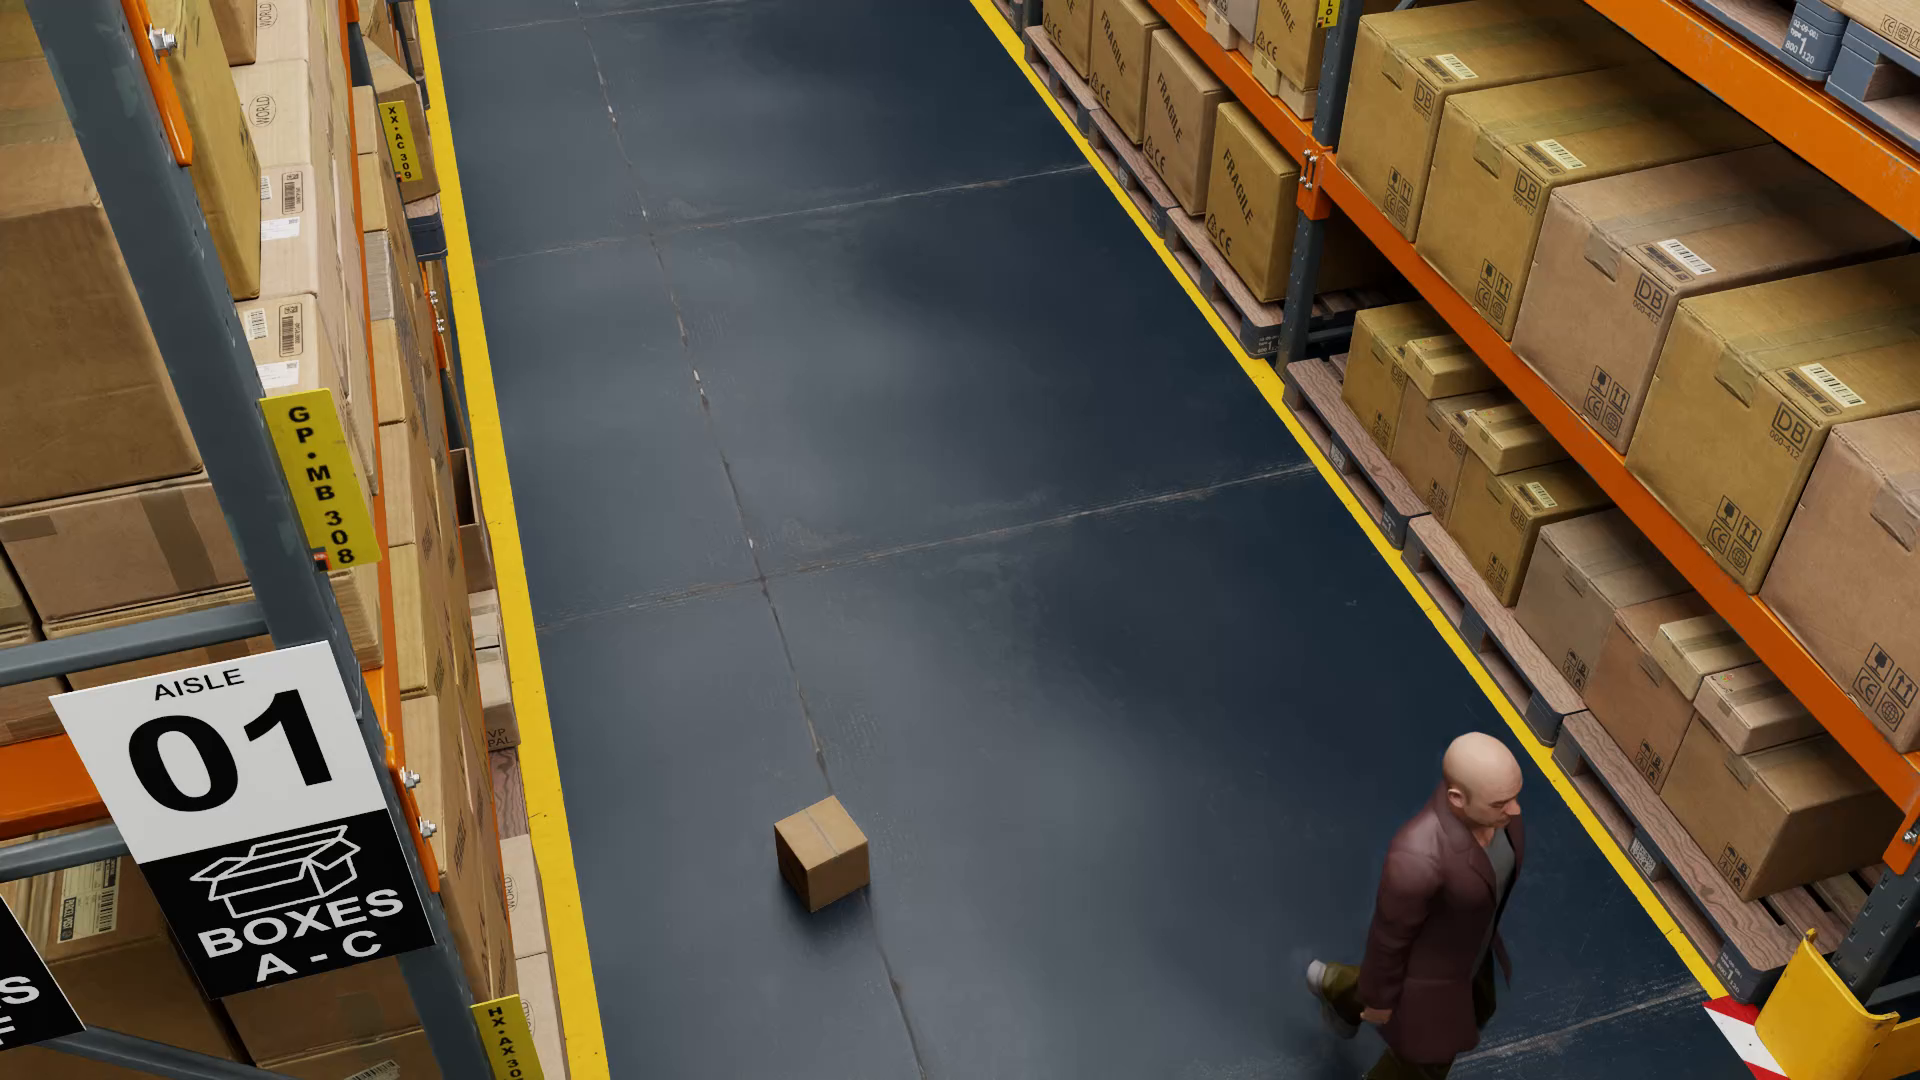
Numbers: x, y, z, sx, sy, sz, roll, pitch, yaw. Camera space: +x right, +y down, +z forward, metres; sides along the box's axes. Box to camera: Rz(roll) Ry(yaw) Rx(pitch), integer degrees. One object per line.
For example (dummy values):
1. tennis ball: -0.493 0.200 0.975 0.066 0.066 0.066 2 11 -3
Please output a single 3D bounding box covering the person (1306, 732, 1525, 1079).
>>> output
1. person: 1.340 1.164 4.828 0.669 1.766 0.587 29 49 28
